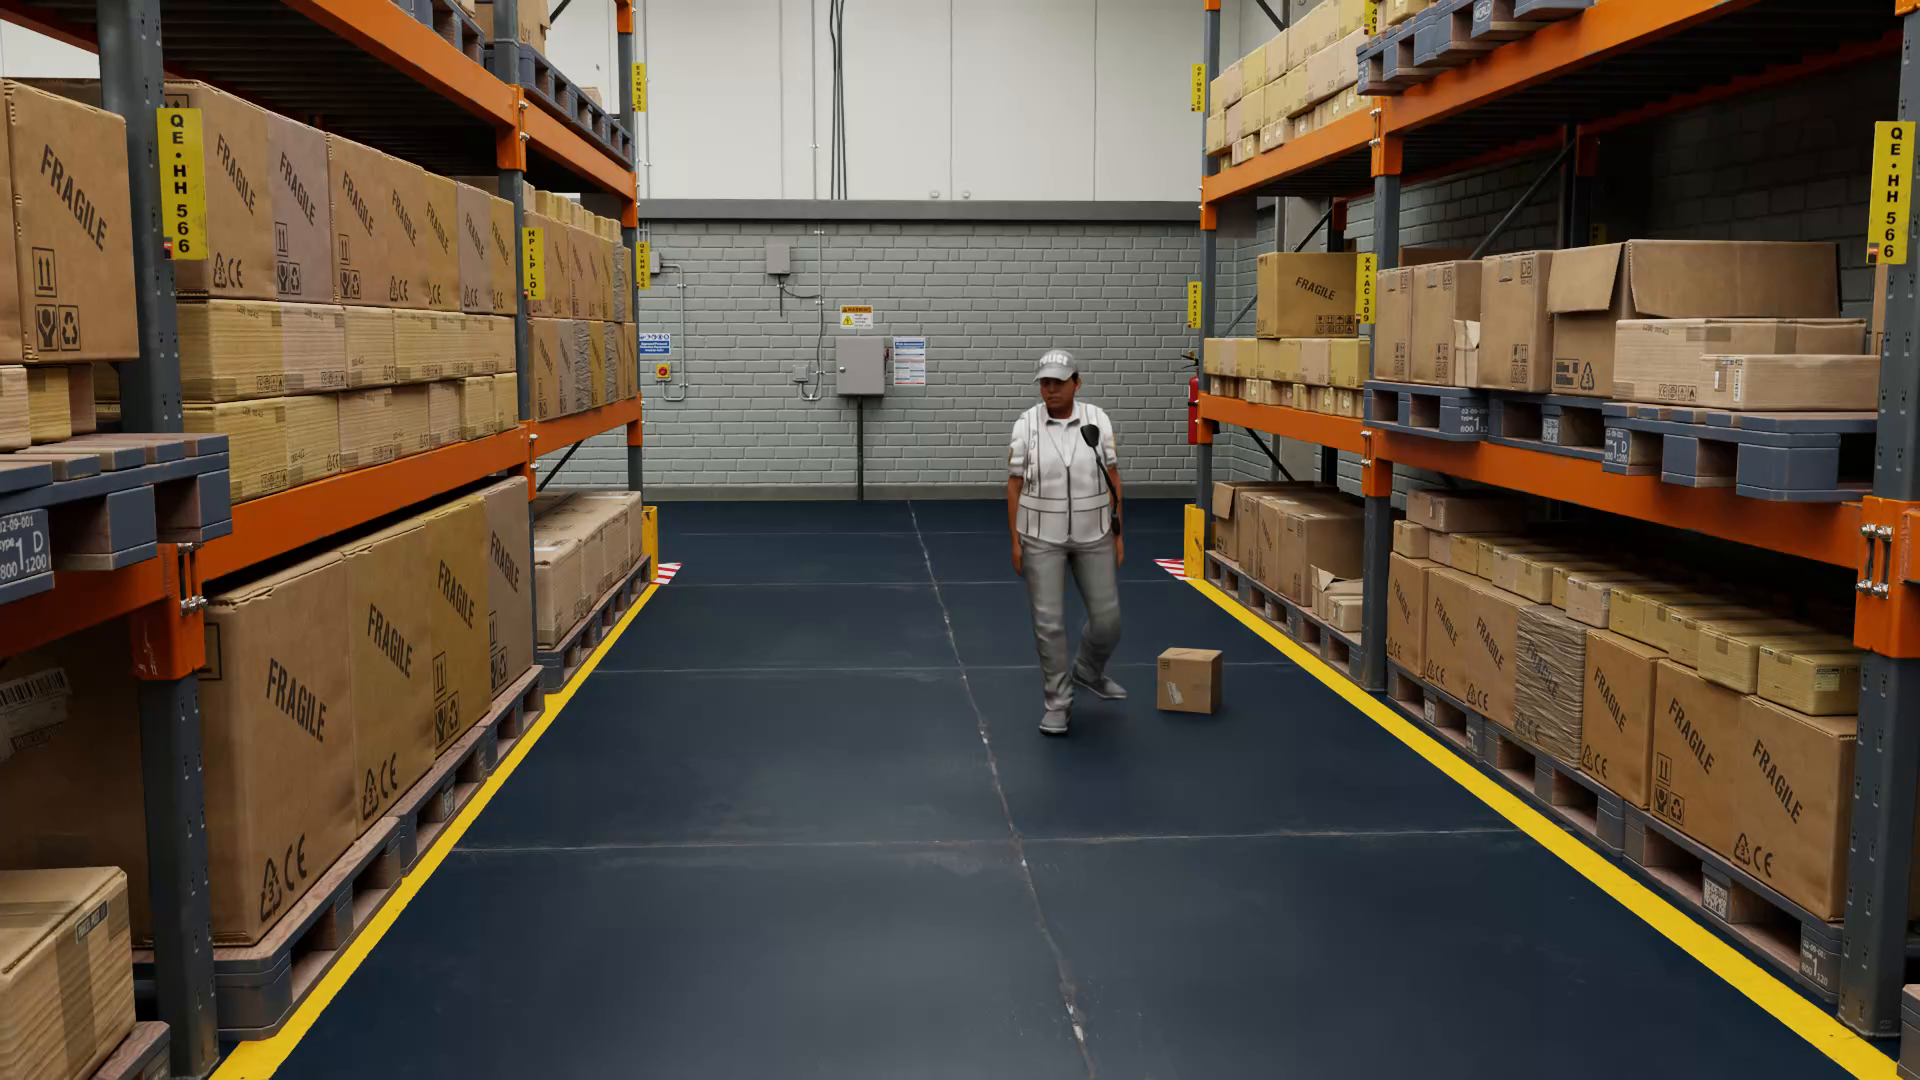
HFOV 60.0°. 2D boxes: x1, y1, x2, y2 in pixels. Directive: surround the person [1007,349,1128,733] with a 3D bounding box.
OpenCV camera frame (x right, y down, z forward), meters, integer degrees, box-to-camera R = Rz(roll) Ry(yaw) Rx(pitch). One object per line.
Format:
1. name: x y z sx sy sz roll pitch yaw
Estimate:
1. person: 0.481 -0.003 7.277 0.559 1.653 0.589 0 7 -2
